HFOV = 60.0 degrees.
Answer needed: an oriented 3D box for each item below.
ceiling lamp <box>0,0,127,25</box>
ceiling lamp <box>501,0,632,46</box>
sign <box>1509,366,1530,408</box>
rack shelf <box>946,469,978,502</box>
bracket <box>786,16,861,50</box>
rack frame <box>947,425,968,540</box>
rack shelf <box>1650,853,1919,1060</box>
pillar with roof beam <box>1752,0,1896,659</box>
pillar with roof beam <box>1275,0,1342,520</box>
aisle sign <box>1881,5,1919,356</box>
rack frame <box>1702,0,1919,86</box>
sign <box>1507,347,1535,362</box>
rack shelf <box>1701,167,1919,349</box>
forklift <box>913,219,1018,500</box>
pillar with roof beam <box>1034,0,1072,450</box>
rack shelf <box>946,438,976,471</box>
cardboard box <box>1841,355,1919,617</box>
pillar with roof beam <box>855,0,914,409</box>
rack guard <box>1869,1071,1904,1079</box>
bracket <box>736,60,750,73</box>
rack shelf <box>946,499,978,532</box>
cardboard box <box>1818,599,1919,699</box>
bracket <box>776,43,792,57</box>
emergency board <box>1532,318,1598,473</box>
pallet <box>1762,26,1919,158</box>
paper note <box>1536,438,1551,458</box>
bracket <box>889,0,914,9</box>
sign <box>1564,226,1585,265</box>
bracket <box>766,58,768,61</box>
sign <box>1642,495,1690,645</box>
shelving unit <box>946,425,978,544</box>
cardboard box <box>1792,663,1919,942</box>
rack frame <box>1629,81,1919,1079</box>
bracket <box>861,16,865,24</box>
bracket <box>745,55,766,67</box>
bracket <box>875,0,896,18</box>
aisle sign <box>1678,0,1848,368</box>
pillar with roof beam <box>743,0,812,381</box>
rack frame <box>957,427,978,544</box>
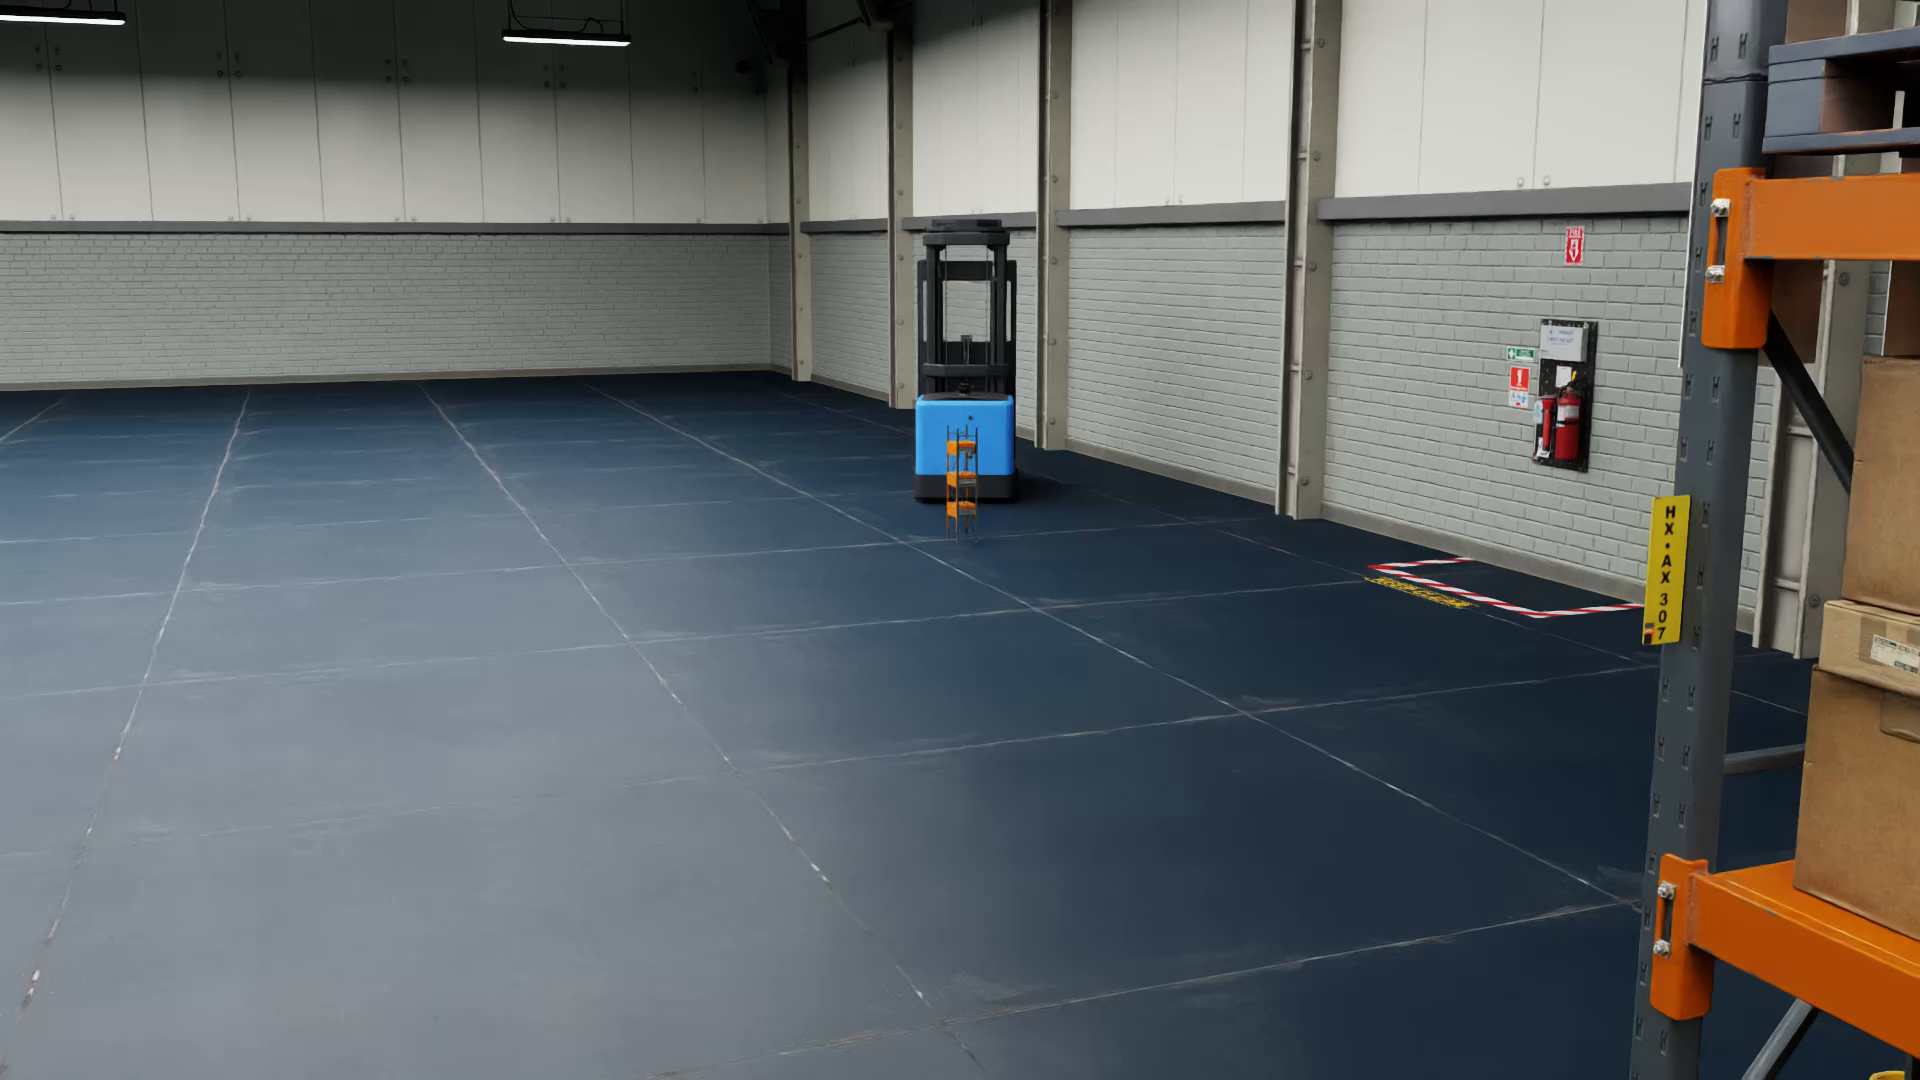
[{"bbox_3d":[-13.205,-9.072,23.887,2.000,3.185,0.800,-4,11,-21],"label":"ceiling lamp"},{"bbox_3d":[-6.364,-9.537,26.505,2.000,3.185,0.800,-4,11,-21],"label":"ceiling lamp"},{"bbox_3d":[4.592,-1.258,13.657,0.001,0.329,0.234,-4,11,-21],"label":"sign"},{"bbox_3d":[0.019,-0.498,15.111,0.215,0.259,0.240,-4,11,-21],"label":"rack shelf"},{"bbox_3d":[-2.388,-8.871,29.145,0.076,0.066,4.783,-4,11,-21],"label":"bracket"},{"bbox_3d":[-0.025,-0.528,15.221,0.200,1.050,0.008,-4,11,-21],"label":"rack frame"},{"bbox_3d":[2.780,1.178,2.119,1.077,0.370,4.000,-4,11,-21],"label":"rack shelf"},{"bbox_3d":[1.544,-3.419,8.773,9.100,9.000,0.400,-4,11,-21],"label":"pillar with roof beam"},{"bbox_3d":[-0.630,-4.398,14.279,9.100,9.000,0.400,-4,11,-21],"label":"pillar with roof beam"},{"bbox_3d":[2.305,-0.812,3.829,0.394,0.787,0.004,-4,11,-21],"label":"aisle sign"},{"bbox_3d":[2.055,-2.457,3.366,1.000,3.000,0.127,-4,11,-21],"label":"rack frame"},{"bbox_3d":[4.585,-1.518,13.603,0.001,0.109,0.331,-4,11,-21],"label":"sign"},{"bbox_3d":[2.780,-0.299,1.857,1.077,0.370,4.000,-4,11,-21],"label":"rack shelf"},{"bbox_3d":[0.082,-2.079,18.567,1.130,2.935,3.031,0,10,1],"label":"forklift"},{"bbox_3d":[-2.805,-5.377,19.785,9.100,9.000,0.400,-4,11,-21],"label":"pillar with roof beam"},{"bbox_3d":[0.019,-0.777,15.061,0.215,0.259,0.240,-4,11,-21],"label":"rack shelf"},{"bbox_3d":[2.231,-0.105,3.288,0.700,0.500,0.500,-4,11,-21],"label":"cardboard box"},{"bbox_3d":[-4.979,-6.357,25.290,9.100,9.000,0.548,-4,11,-21],"label":"pillar with roof beam"},{"bbox_3d":[2.046,1.724,4.132,1.175,0.500,0.348,-4,11,-21],"label":"rack guard"},{"bbox_3d":[-4.481,-9.813,34.446,0.235,0.232,0.430,-4,11,-21],"label":"bracket"},{"bbox_3d":[0.019,-0.224,15.159,0.215,0.259,0.240,-4,11,-21],"label":"rack shelf"},{"bbox_3d":[1.996,0.206,3.389,0.380,0.149,0.250,-4,11,-21],"label":"cardboard box"},{"bbox_3d":[-3.321,-9.291,31.509,0.235,0.232,0.430,-4,11,-21],"label":"bracket"},{"bbox_3d":[4.696,-1.144,13.116,0.194,1.169,0.643,-4,11,-21],"label":"emergency board"},{"bbox_3d":[2.287,-0.819,2.978,1.003,0.211,1.213,-4,11,-21],"label":"pallet"},{"bbox_3d":[4.697,-0.743,13.380,0.016,0.148,0.142,-4,11,-21],"label":"paper note"},{"bbox_3d":[-0.213,-7.891,23.639,0.076,0.066,4.783,-4,11,-21],"label":"bracket"},{"bbox_3d":[4.786,-2.293,12.956,0.001,0.298,0.199,-4,11,-21],"label":"sign"},{"bbox_3d":[-3.622,-9.427,32.271,0.235,0.232,0.430,-4,11,-21],"label":"bracket"},{"bbox_3d":[1.536,0.066,3.616,0.100,0.325,0.005,-4,11,-21],"label":"sign"},{"bbox_3d":[0.019,-0.508,15.109,0.215,1.050,0.252,-4,11,-21],"label":"shelving unit"},{"bbox_3d":[2.212,0.525,3.450,0.700,0.500,0.500,-4,11,-21],"label":"cardboard box"},{"bbox_3d":[2.055,0.497,3.892,1.000,3.000,0.127,-4,11,-21],"label":"rack frame"},{"bbox_3d":[-1.448,-8.447,26.765,0.235,0.232,0.430,-4,11,-21],"label":"bracket"},{"bbox_3d":[-4.267,-9.717,33.904,0.076,0.066,3.189,-4,11,-21],"label":"bracket"},{"bbox_3d":[-1.147,-8.312,26.004,0.235,0.232,0.430,-4,11,-21],"label":"bracket"},{"bbox_3d":[1.746,-0.774,3.615,0.394,0.787,0.004,-4,11,-21],"label":"aisle sign"},{"bbox_3d":[-7.153,-7.336,30.796,9.100,9.000,0.548,-4,11,-21],"label":"pillar with roof beam"},{"bbox_3d":[0.064,-0.488,14.997,0.200,1.050,0.008,-4,11,-21],"label":"rack frame"}]
